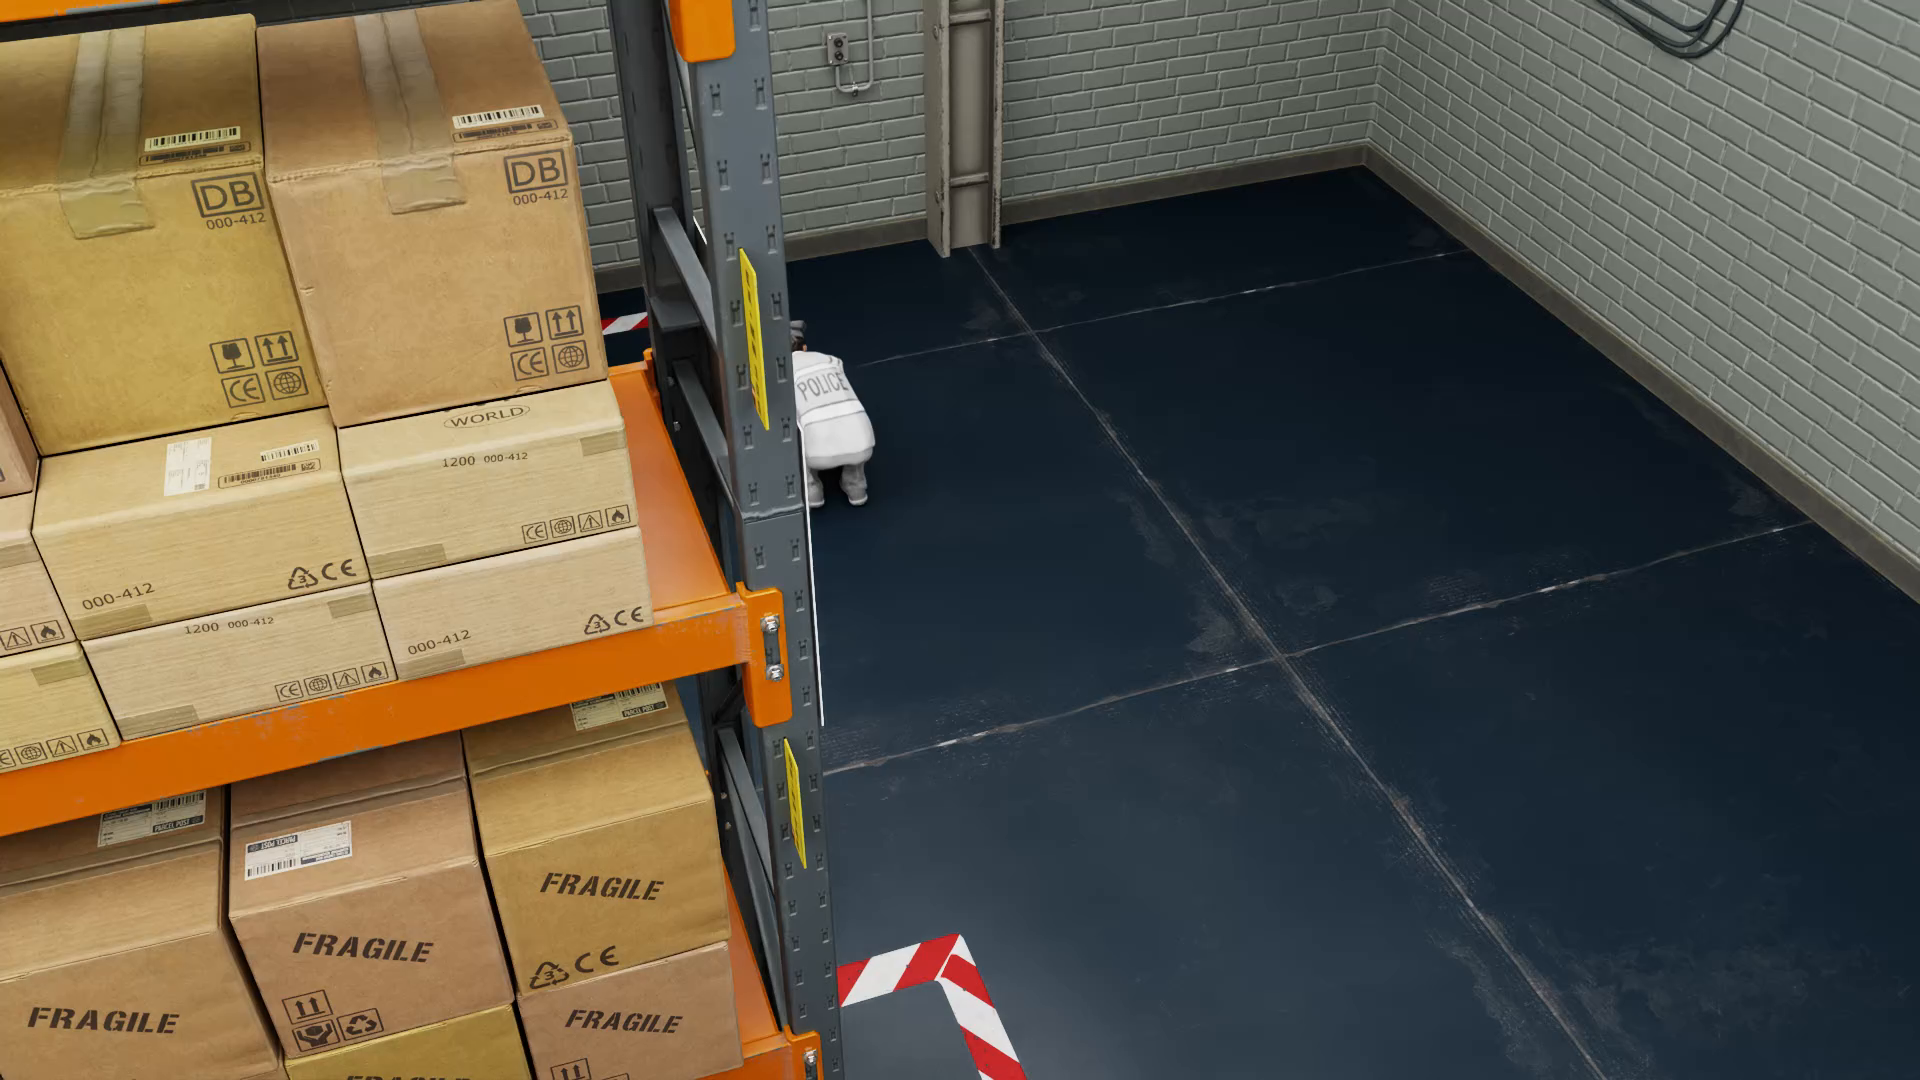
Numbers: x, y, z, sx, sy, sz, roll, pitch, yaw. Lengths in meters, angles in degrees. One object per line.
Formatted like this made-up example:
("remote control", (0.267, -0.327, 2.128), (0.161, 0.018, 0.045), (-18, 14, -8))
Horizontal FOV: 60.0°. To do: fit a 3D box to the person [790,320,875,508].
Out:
("person", (-0.720, -0.597, 8.322), (0.466, 0.847, 0.889), (-13, 40, -16))
